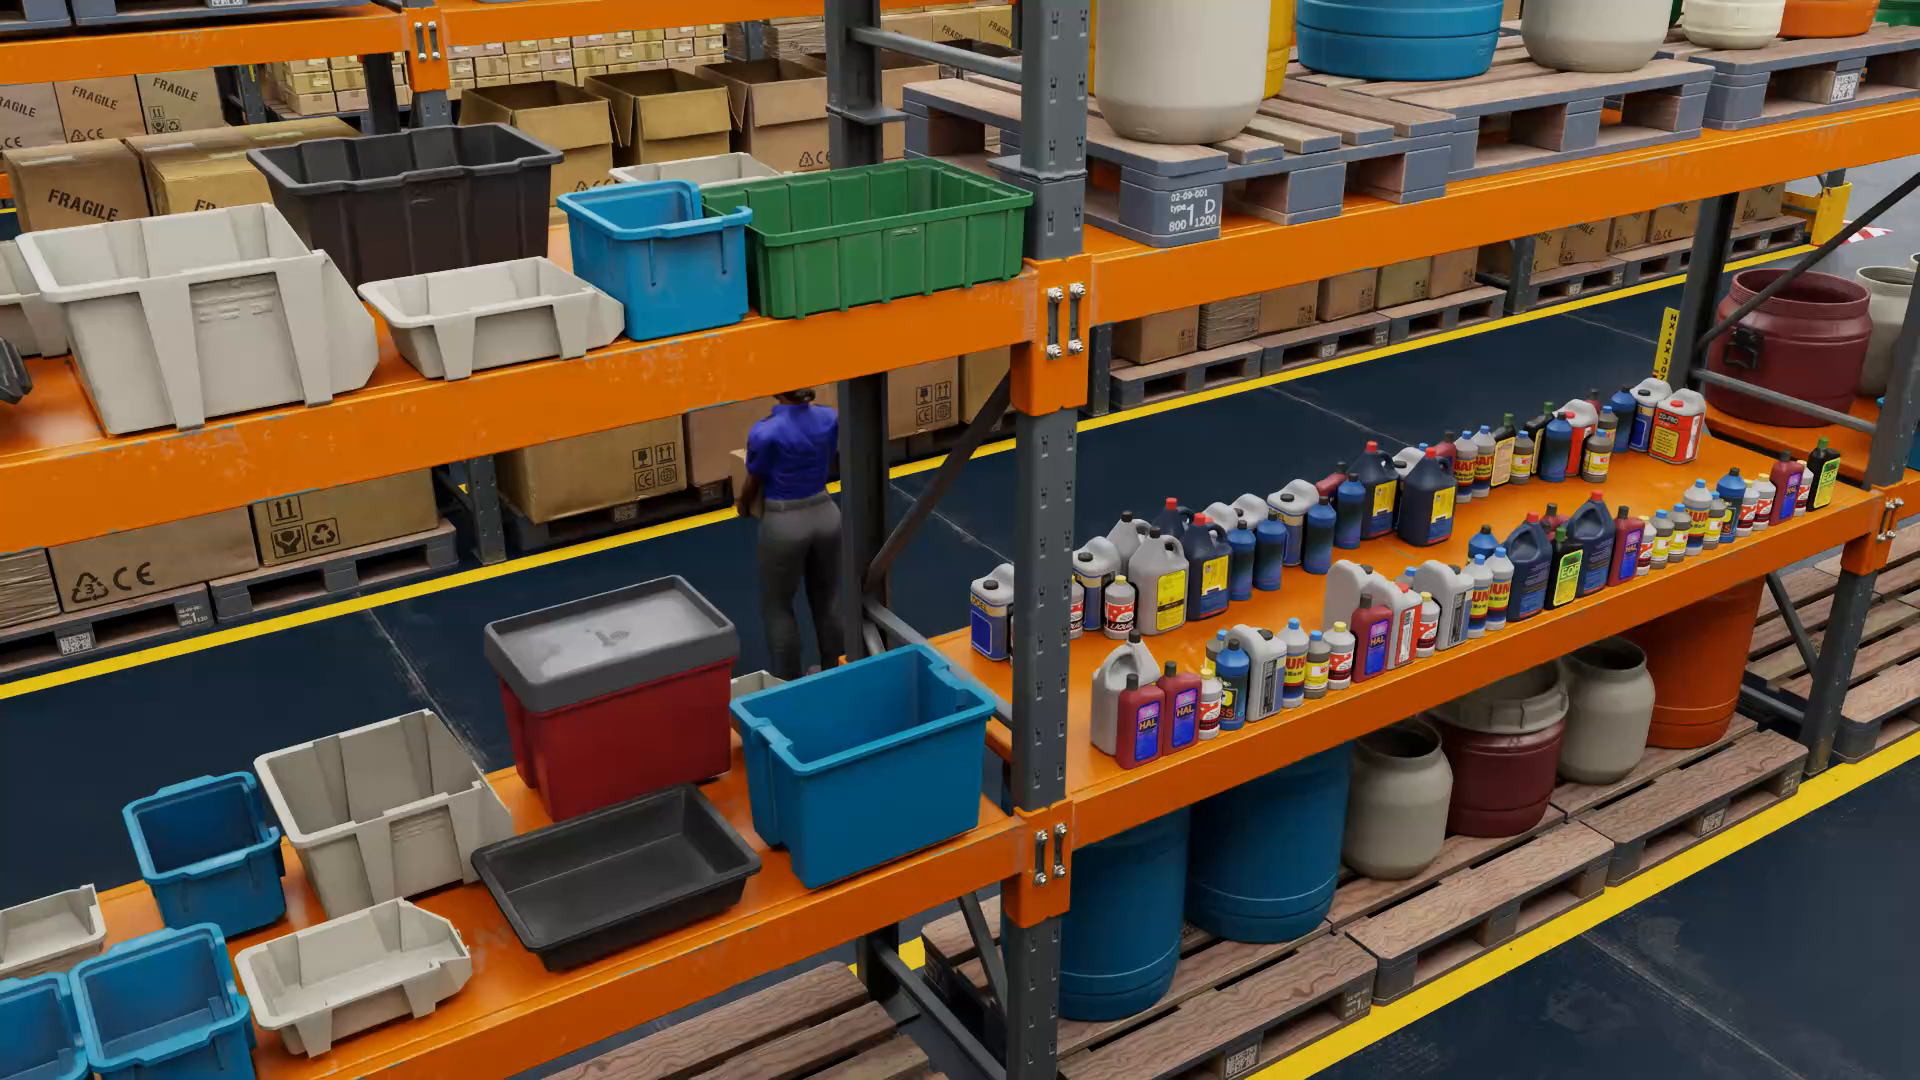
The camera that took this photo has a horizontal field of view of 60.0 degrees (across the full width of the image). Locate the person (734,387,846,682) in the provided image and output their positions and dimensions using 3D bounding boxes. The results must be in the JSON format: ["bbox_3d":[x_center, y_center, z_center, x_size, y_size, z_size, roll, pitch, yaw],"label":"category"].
[{"bbox_3d":[-0.749,-0.068,7.269,0.441,1.656,0.503,-16,29,-30],"label":"person"}]
